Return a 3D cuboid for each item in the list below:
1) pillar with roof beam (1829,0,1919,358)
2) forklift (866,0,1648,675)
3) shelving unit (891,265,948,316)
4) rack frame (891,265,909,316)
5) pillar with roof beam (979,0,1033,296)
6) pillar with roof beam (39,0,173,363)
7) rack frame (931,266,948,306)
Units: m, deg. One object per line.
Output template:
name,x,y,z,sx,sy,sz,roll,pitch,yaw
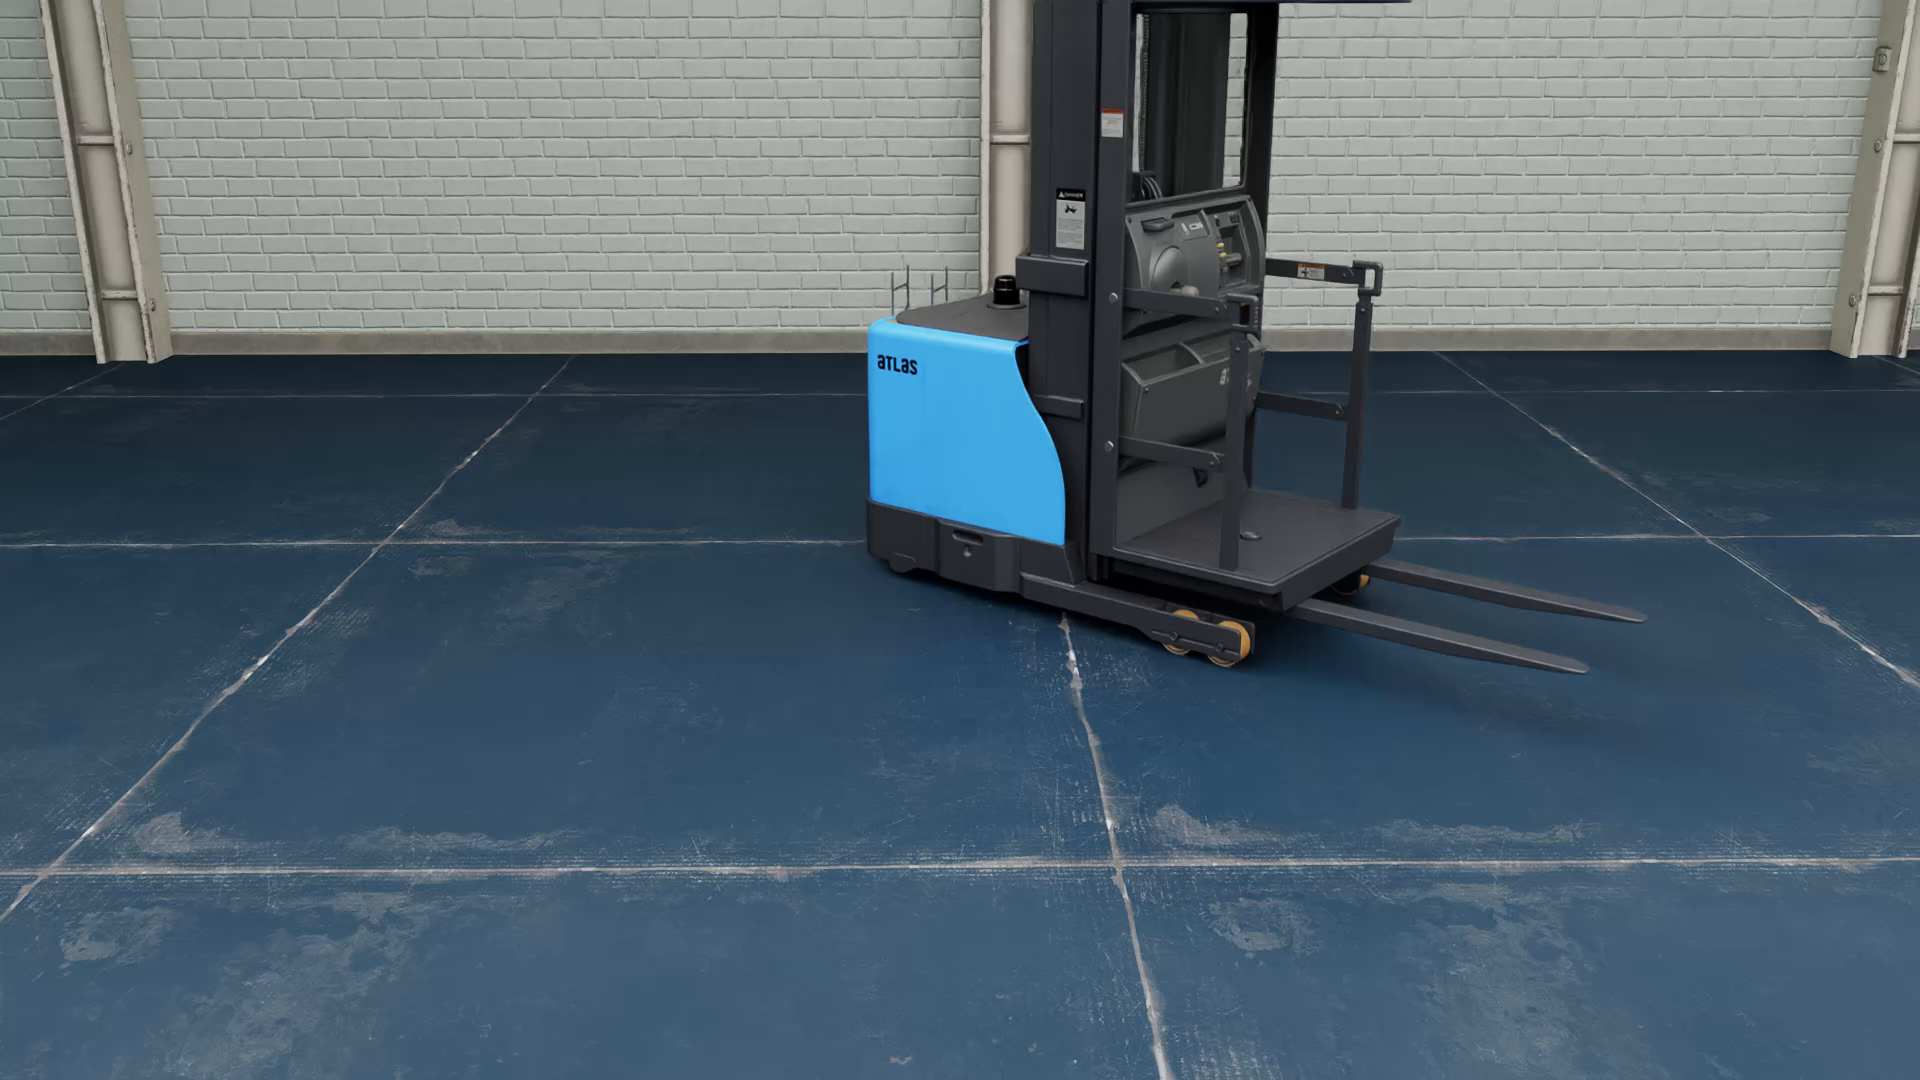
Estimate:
pillar with roof beam,6.399,-4.276,6.146,0.400,9.000,9.100,0,18,-1
forklift,1.071,-1.113,6.219,3.031,2.935,1.130,14,22,36
shelving unit,-0.178,-0.625,7.530,0.189,1.200,0.258,5,18,16
rack frame,-0.266,-0.633,7.555,0.006,1.200,0.240,5,18,16
pillar with roof beam,0.400,-4.247,6.056,0.400,9.000,9.100,0,18,-1
pillar with roof beam,-5.599,-4.218,5.966,0.400,9.000,9.100,0,18,-1
rack frame,-0.090,-0.617,7.505,0.006,1.200,0.240,5,18,16
